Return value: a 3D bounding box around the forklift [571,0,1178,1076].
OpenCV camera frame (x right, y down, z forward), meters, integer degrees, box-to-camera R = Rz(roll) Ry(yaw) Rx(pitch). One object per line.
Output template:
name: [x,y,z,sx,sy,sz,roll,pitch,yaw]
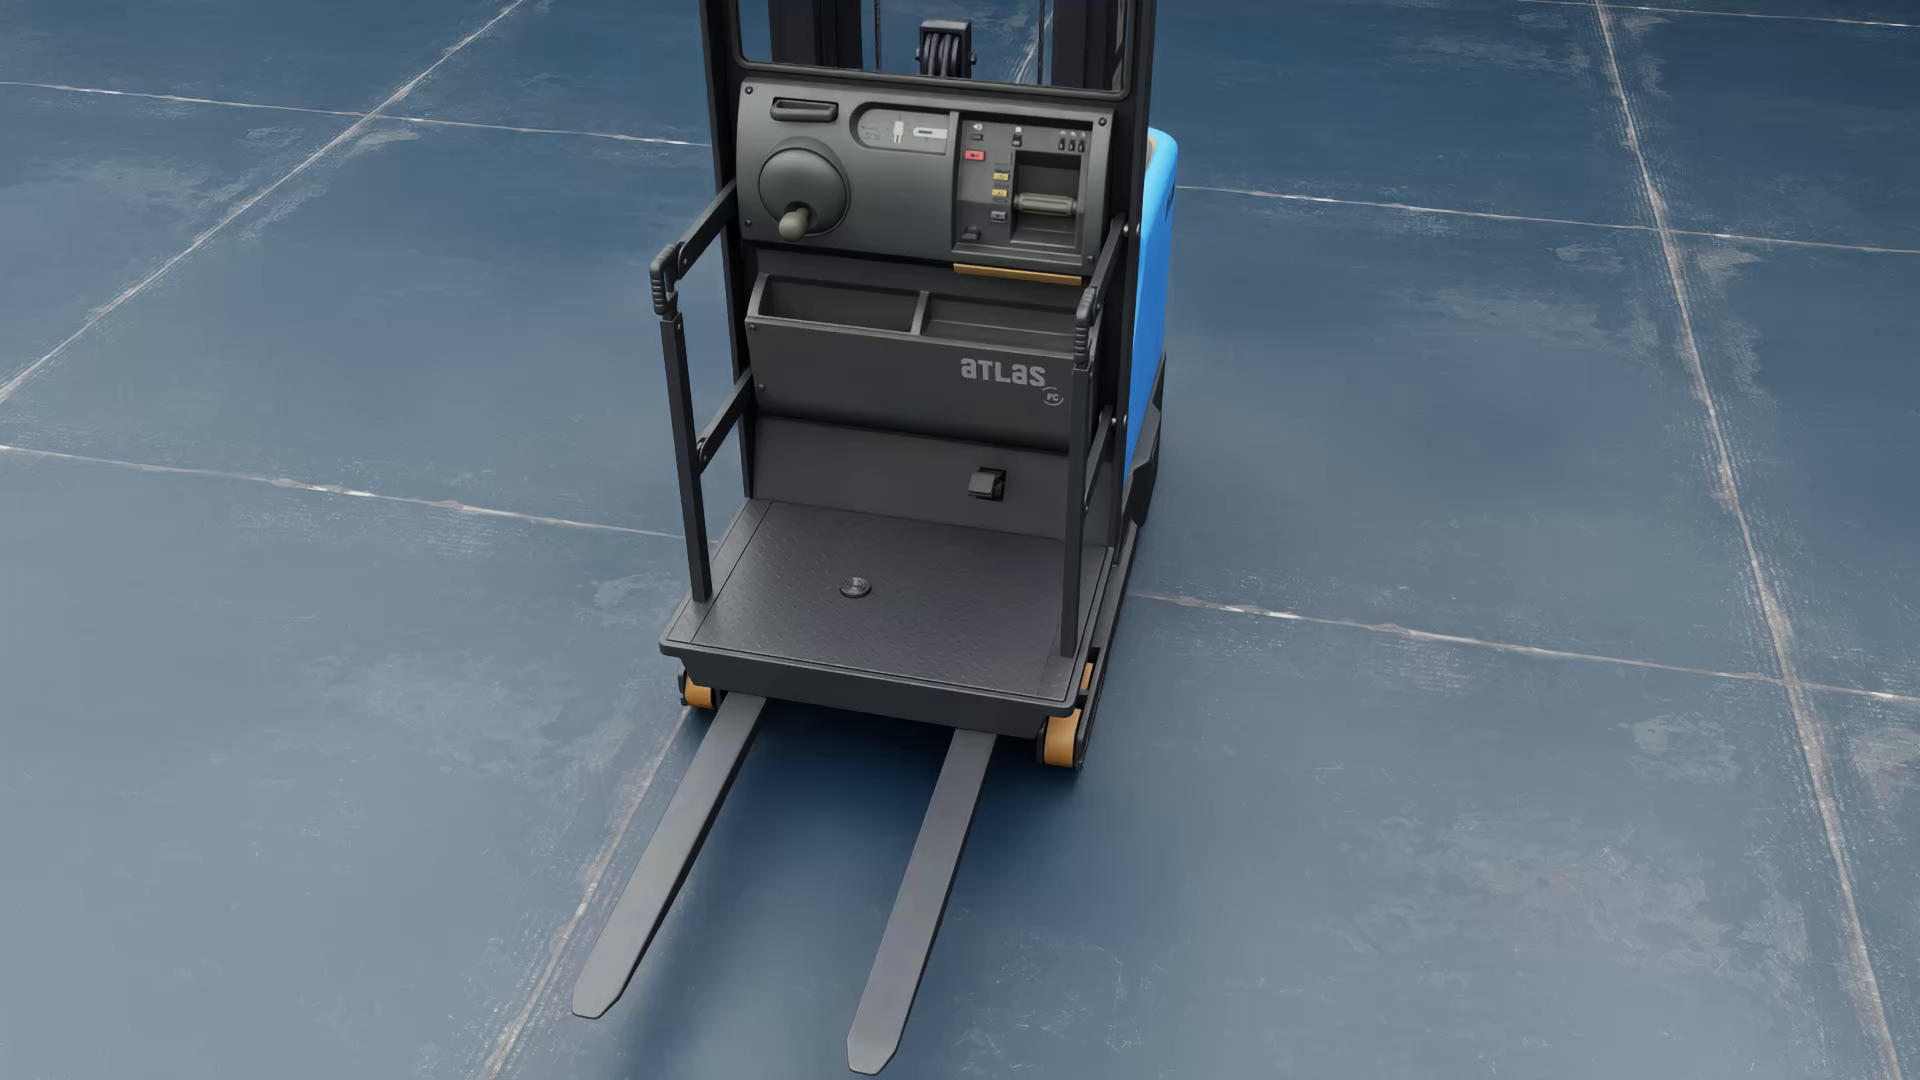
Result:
forklift: [-0.144,-0.830,3.898,1.130,2.935,3.031,8,37,11]
